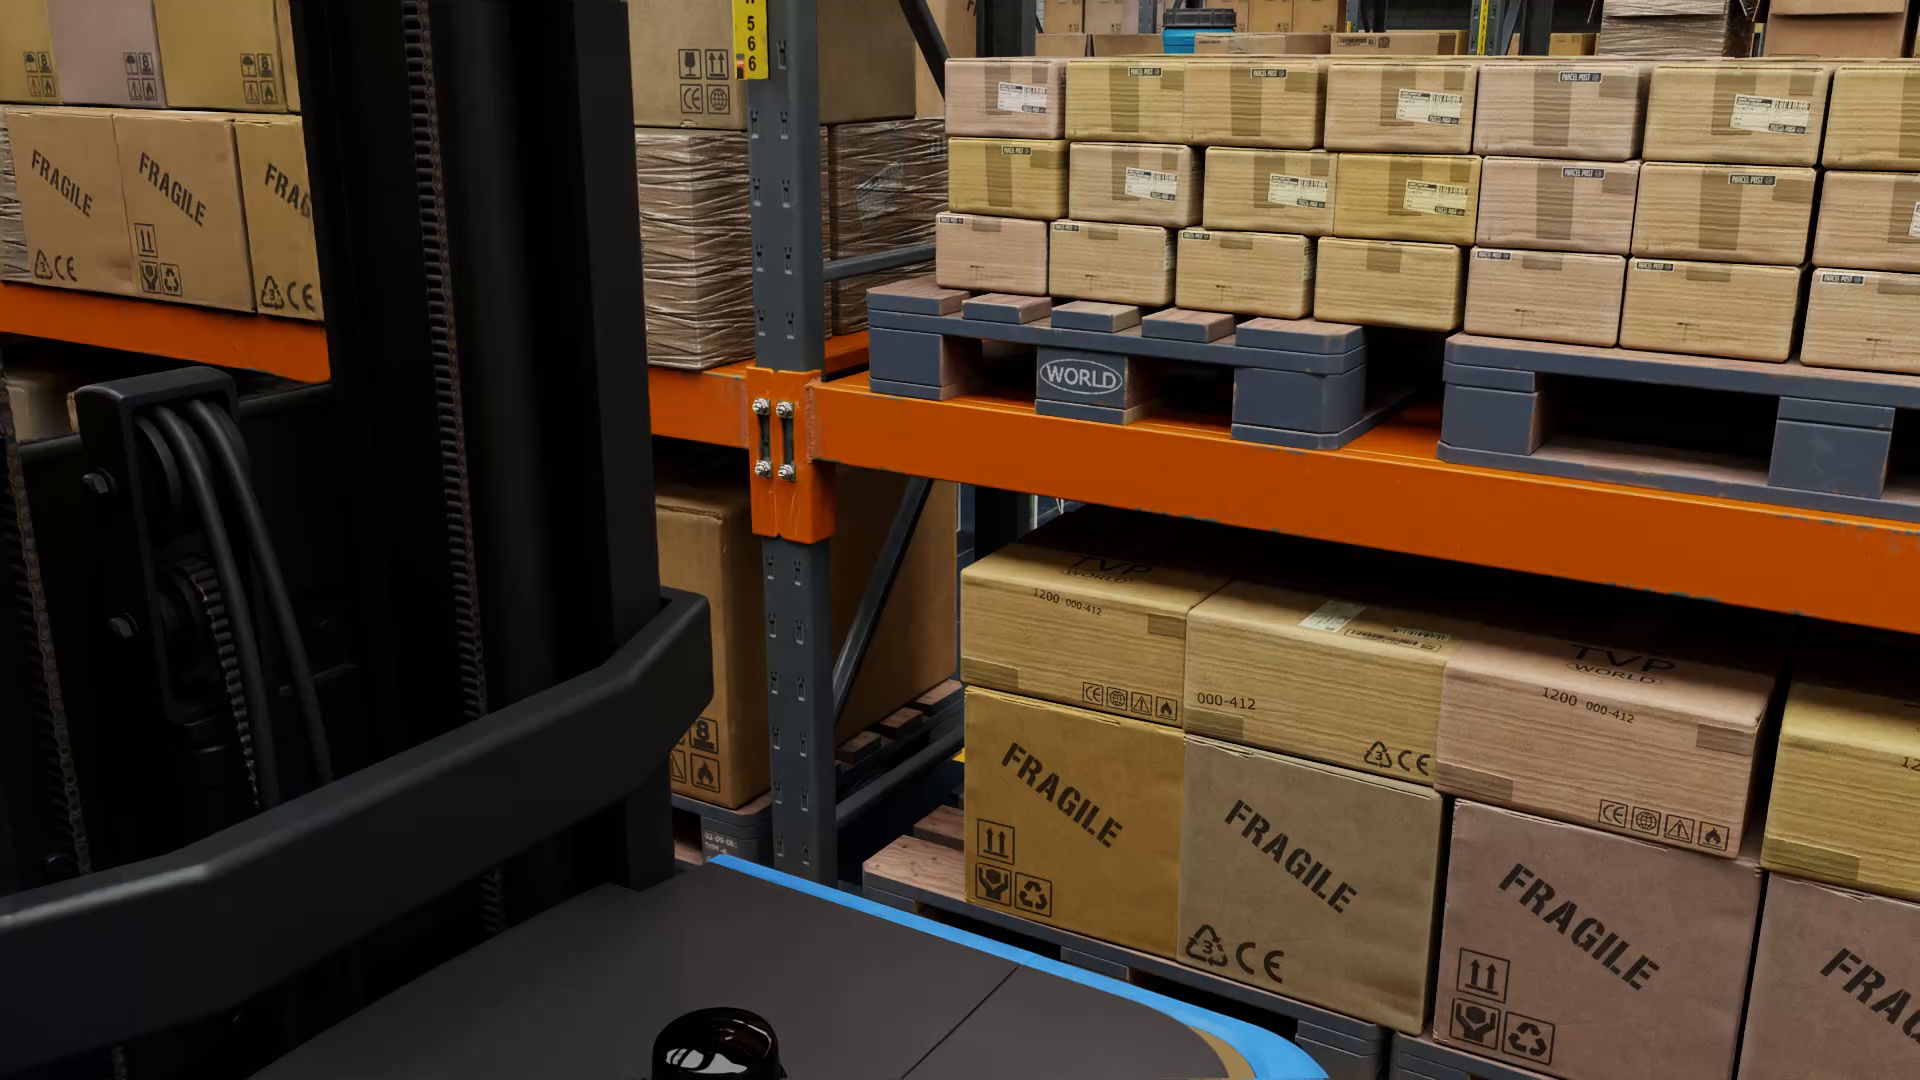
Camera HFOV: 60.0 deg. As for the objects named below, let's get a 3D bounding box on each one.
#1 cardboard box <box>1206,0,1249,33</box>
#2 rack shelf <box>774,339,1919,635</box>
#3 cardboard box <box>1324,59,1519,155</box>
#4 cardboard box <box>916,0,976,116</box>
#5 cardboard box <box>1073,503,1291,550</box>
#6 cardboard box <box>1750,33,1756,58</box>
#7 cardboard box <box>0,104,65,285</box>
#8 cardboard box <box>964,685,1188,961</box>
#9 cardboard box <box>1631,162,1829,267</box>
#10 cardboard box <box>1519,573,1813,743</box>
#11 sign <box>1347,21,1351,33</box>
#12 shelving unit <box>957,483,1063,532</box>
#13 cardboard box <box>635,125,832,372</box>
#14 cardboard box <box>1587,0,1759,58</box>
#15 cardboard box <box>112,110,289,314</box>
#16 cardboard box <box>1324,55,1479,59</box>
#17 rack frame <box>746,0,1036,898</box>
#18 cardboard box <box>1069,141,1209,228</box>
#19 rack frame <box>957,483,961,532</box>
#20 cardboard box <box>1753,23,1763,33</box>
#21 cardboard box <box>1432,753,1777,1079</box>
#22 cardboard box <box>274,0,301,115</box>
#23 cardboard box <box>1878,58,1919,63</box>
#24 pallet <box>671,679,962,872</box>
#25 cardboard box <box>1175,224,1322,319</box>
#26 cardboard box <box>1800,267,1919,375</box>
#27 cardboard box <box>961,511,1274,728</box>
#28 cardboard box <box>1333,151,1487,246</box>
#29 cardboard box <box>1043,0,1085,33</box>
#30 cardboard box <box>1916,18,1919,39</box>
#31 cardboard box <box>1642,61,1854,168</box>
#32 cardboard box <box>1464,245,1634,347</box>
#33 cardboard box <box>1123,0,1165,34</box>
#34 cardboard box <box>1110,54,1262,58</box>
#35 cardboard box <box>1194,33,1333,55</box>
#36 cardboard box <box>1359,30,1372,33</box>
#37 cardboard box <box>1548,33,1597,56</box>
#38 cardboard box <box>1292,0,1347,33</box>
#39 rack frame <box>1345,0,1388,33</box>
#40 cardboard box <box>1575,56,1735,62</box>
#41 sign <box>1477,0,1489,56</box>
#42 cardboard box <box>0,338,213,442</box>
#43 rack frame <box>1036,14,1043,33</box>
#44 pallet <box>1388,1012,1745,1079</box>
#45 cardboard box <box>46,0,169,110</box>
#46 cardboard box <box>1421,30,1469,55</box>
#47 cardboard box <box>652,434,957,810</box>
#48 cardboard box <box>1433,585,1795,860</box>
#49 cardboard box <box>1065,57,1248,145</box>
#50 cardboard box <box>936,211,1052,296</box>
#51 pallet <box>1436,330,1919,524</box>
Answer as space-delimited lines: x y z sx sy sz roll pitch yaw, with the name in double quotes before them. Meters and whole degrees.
"cardboard box" 3.098 -5.813 18.452 0.500 0.500 0.700 10 20 30
"rack shelf" 1.581 -0.002 2.966 4.000 0.370 1.077 10 20 30
"cardboard box" 0.831 -0.779 2.970 0.250 0.149 0.380 9 19 28
"cardboard box" -0.246 -2.805 9.199 1.000 1.000 1.000 10 20 30
"cardboard box" 0.596 0.025 3.927 0.500 0.250 0.500 10 19 29
"cardboard box" 9.439 -5.950 20.379 0.500 0.500 0.700 8 19 25
"cardboard box" -2.794 -1.084 5.116 0.500 0.500 0.500 10 20 30
"cardboard box" 0.346 0.515 3.603 0.500 0.500 0.500 9 19 28
"cardboard box" 1.281 -0.555 2.745 0.250 0.149 0.380 10 20 30
"cardboard box" 1.457 0.180 3.416 0.500 0.250 0.500 11 20 31
"sign" 4.048 -5.240 17.344 0.005 0.325 0.100 10 20 30
"shelving unit" 0.141 -0.549 6.624 0.503 1.200 0.258 10 20 30
"cardboard box" -0.648 -0.701 3.855 0.500 0.500 0.500 10 20 30
"cardboard box" 3.173 -2.276 7.316 0.637 0.503 0.797 11 20 32
"cardboard box" -1.937 -0.930 4.609 0.500 0.500 0.500 10 20 31
"cardboard box" 0.970 -0.977 3.621 0.250 0.149 0.380 11 20 32
"rack frame" -0.123 -0.651 3.863 0.127 3.000 1.000 10 20 30
"cardboard box" 0.416 -0.710 3.255 0.250 0.149 0.380 11 20 33
"rack frame" -0.067 -0.586 6.746 0.015 1.200 0.240 10 20 30
"cardboard box" 9.744 -6.203 20.097 0.250 0.149 0.380 7 18 21
"cardboard box" 1.216 0.668 3.101 0.500 0.500 0.500 10 19 29
"cardboard box" -1.371 -1.402 4.443 0.500 0.500 0.700 10 19 29
"cardboard box" 1.856 -0.818 3.100 0.250 0.149 0.380 11 20 32
"pallet" -0.756 0.545 4.724 1.213 0.211 1.003 10 20 30
"cardboard box" 0.611 -0.532 3.180 0.250 0.149 0.380 11 20 33
"cardboard box" 1.504 -0.372 2.656 0.250 0.149 0.380 9 19 28
"cardboard box" 0.337 0.150 3.513 0.500 0.250 0.500 9 19 28
"cardboard box" 0.860 -0.632 2.998 0.250 0.149 0.380 10 20 30
"cardboard box" 1.365 -6.120 19.463 0.500 0.500 0.700 10 20 30
"cardboard box" 11.046 -5.888 19.096 0.500 0.250 0.500 10 19 29
"cardboard box" 1.290 -0.698 2.705 0.250 0.149 0.380 11 20 32
"cardboard box" 1.070 -0.451 2.915 0.250 0.149 0.380 11 20 32
"cardboard box" 2.246 -5.965 18.953 0.500 0.500 0.700 10 20 30
"cardboard box" 0.534 -1.055 3.880 0.250 0.149 0.380 9 19 28
"cardboard box" 1.549 -2.245 8.216 0.500 0.500 0.700 14 22 38
"cardboard box" 5.510 -6.598 22.376 0.500 0.500 0.500 9 19 28
"cardboard box" 7.815 -6.238 21.328 0.500 0.500 0.700 13 21 36
"cardboard box" 3.956 -5.660 17.948 0.500 0.500 0.700 10 20 30
"rack frame" 4.337 -4.925 17.934 0.127 3.000 1.000 10 20 30
"cardboard box" 1.402 -0.899 3.365 0.250 0.149 0.380 10 20 30
"sign" 2.282 -2.244 7.252 0.005 0.325 0.100 10 20 30
"cardboard box" -2.956 -0.312 5.894 0.750 0.750 1.050 10 20 30
"rack frame" 0.929 -5.534 19.937 0.127 3.000 1.000 10 20 30
"pallet" 1.577 0.989 3.264 1.213 0.211 1.003 10 20 30
"cardboard box" -2.236 -1.557 4.953 0.500 0.500 0.700 10 20 31
"cardboard box" 6.362 -6.445 21.870 0.500 0.500 0.500 10 20 30
"cardboard box" -0.595 0.110 4.507 0.750 0.750 1.050 10 19 29
"cardboard box" 1.185 0.306 3.001 0.500 0.250 0.500 10 20 30
"cardboard box" 0.399 -0.858 3.230 0.250 0.149 0.380 10 19 29
"cardboard box" 0.152 -0.613 3.450 0.250 0.149 0.380 10 19 29
"pallet" 1.585 -0.268 2.933 1.213 0.211 1.003 10 20 30
